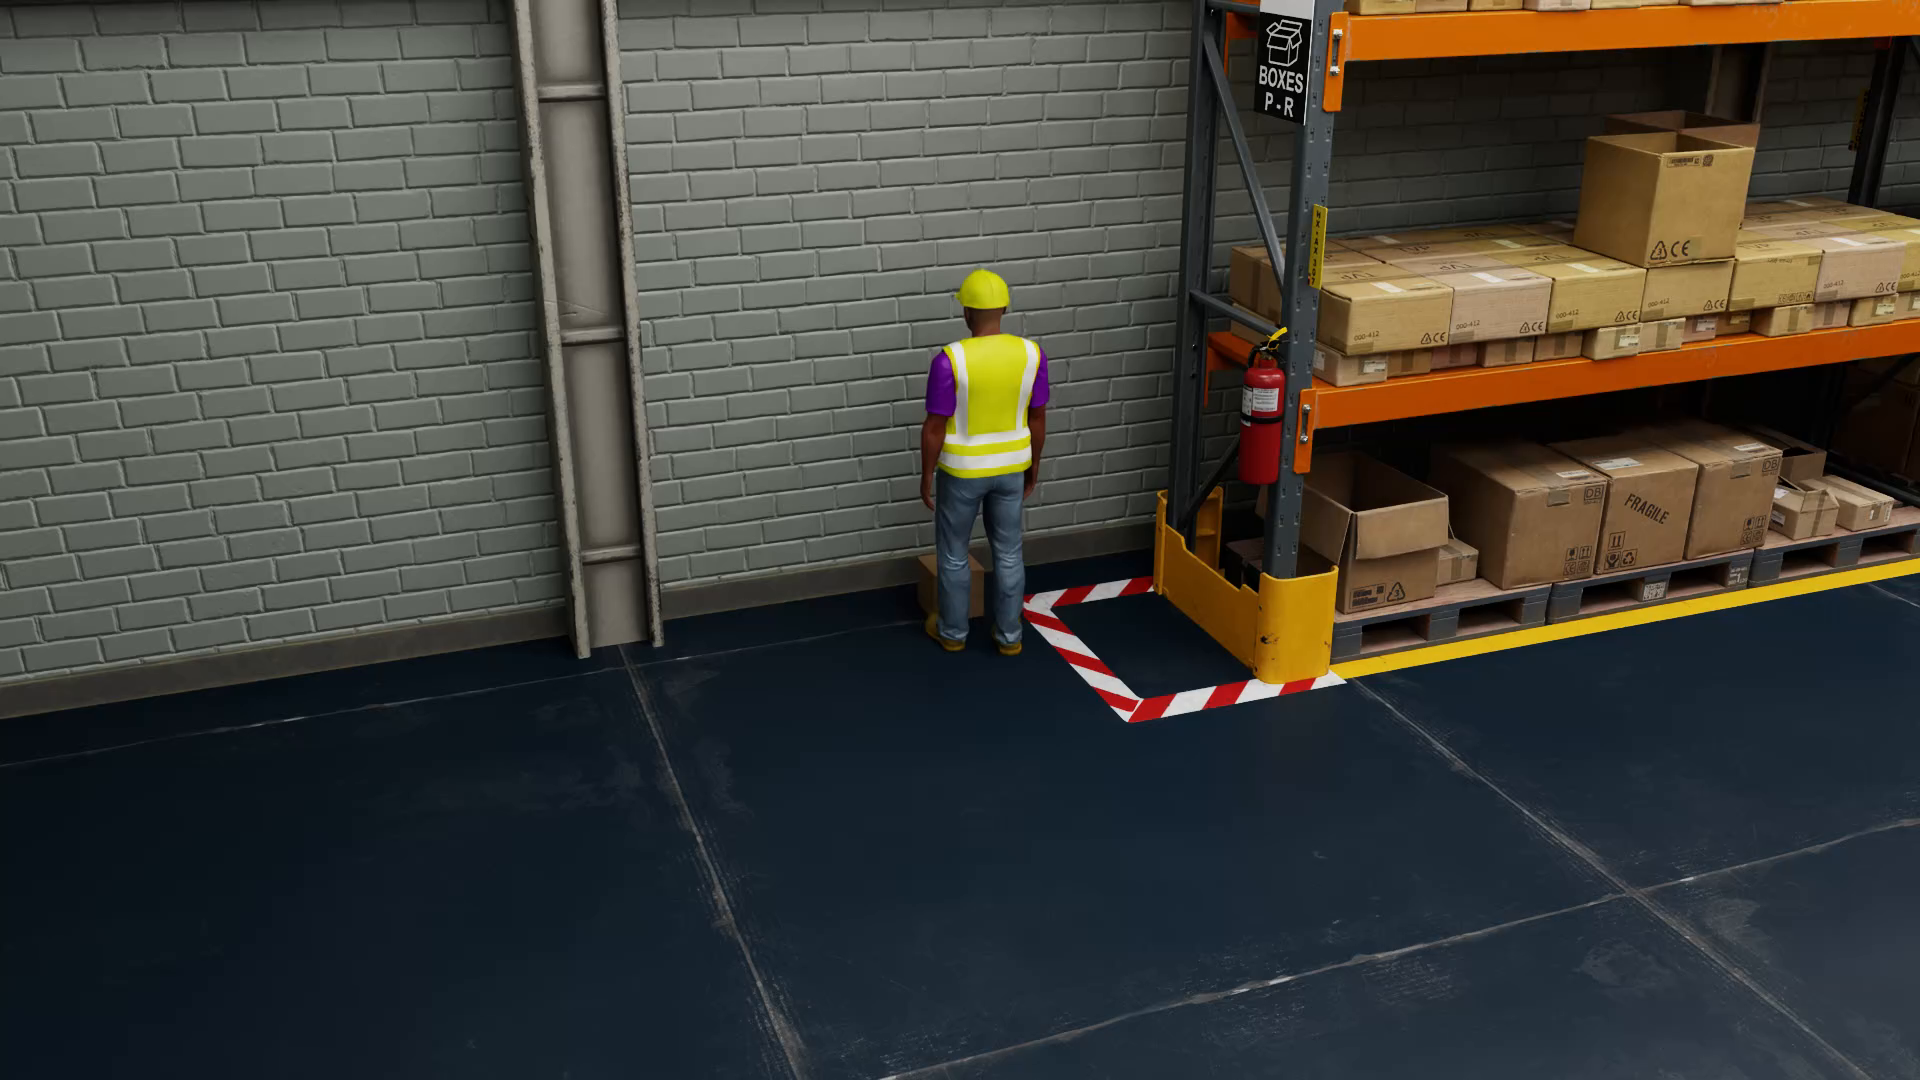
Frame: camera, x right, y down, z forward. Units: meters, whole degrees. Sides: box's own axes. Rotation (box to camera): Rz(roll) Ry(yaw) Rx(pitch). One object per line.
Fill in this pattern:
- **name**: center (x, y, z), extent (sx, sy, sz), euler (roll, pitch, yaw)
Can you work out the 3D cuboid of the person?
- **person**: center (0.085, -0.327, 7.363), extent (0.567, 1.766, 0.410), euler (-8, 24, -18)
